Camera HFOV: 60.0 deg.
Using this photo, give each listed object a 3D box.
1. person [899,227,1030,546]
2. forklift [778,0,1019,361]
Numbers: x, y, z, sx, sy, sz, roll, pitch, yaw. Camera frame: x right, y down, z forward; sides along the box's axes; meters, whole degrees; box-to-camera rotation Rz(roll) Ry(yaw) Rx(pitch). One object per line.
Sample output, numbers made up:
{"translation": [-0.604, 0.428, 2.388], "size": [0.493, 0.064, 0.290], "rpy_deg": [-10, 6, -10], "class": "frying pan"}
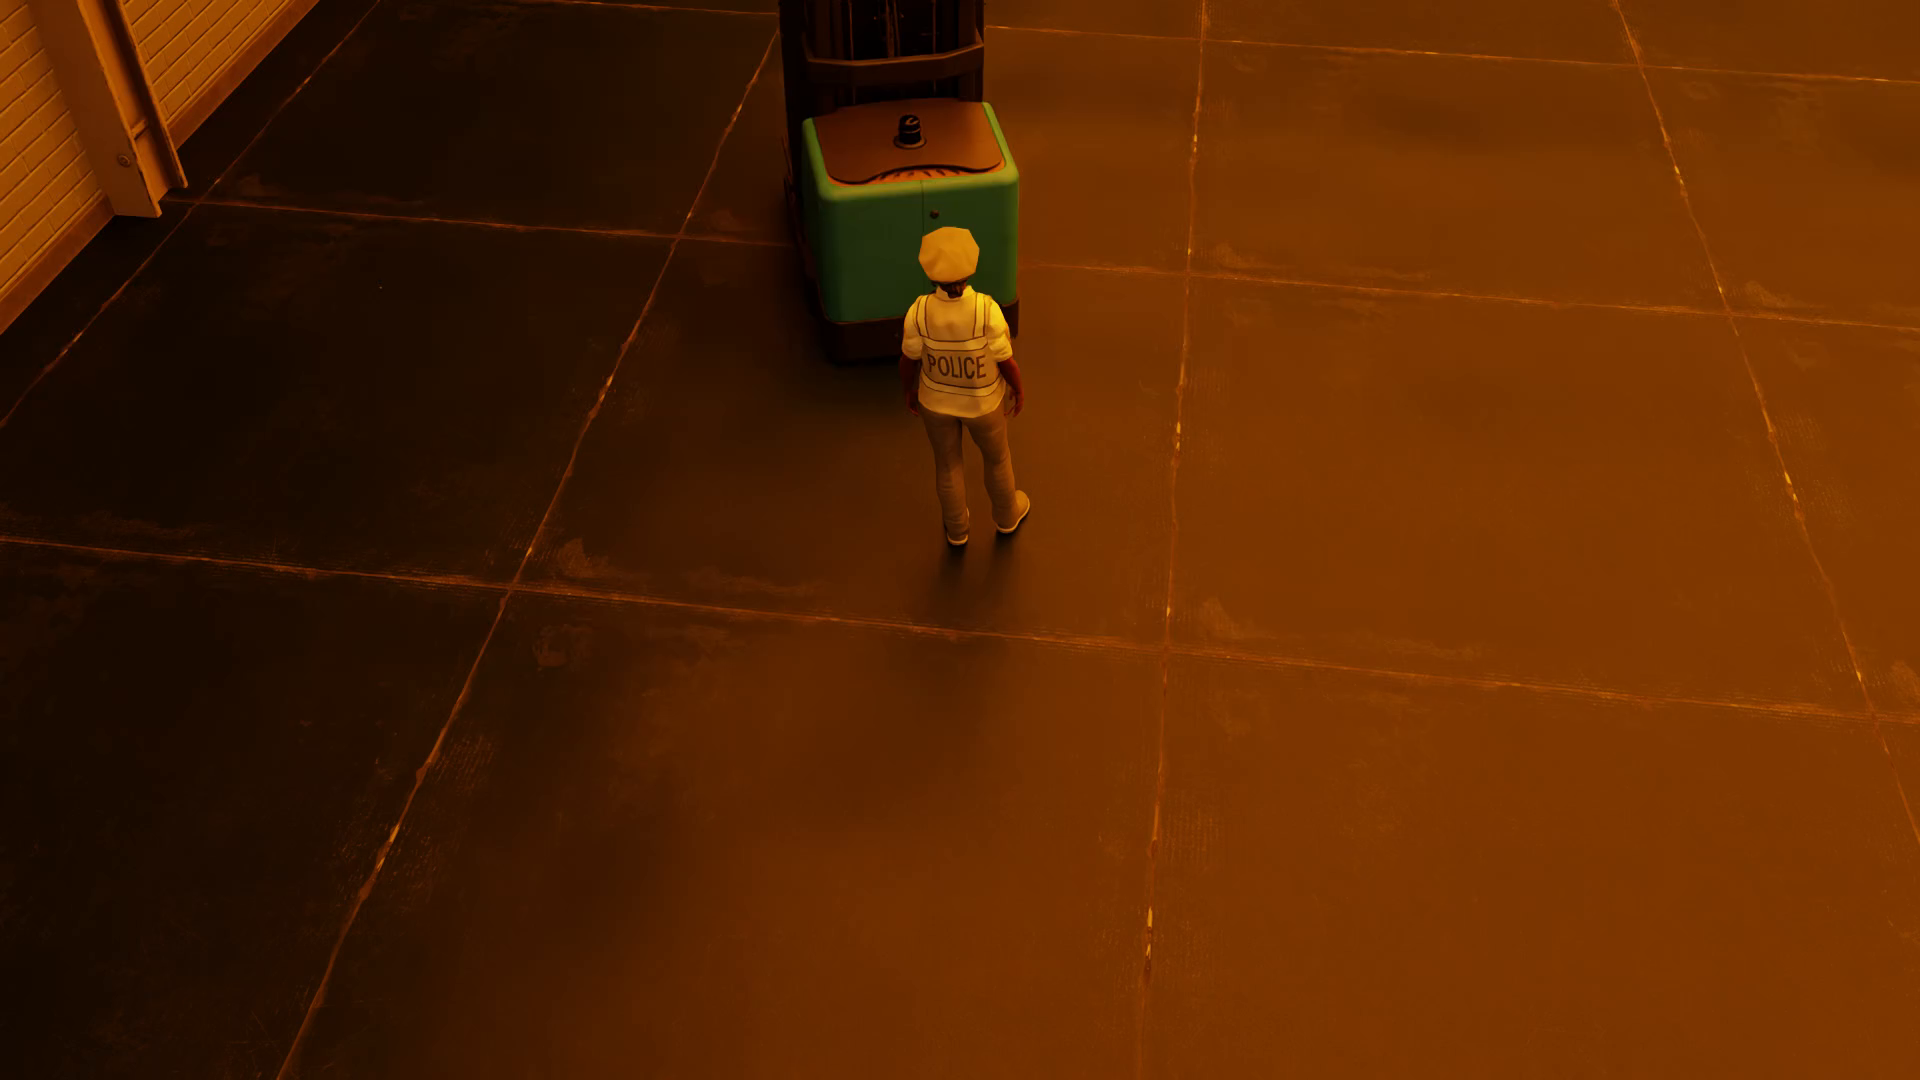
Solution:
{"translation": [0.030, -0.677, 7.365], "size": [0.569, 1.694, 0.530], "rpy_deg": [5, 43, 6], "class": "person"}
{"translation": [-0.462, -3.037, 9.031], "size": [1.130, 2.935, 3.031], "rpy_deg": [-7, 43, -8], "class": "forklift"}
